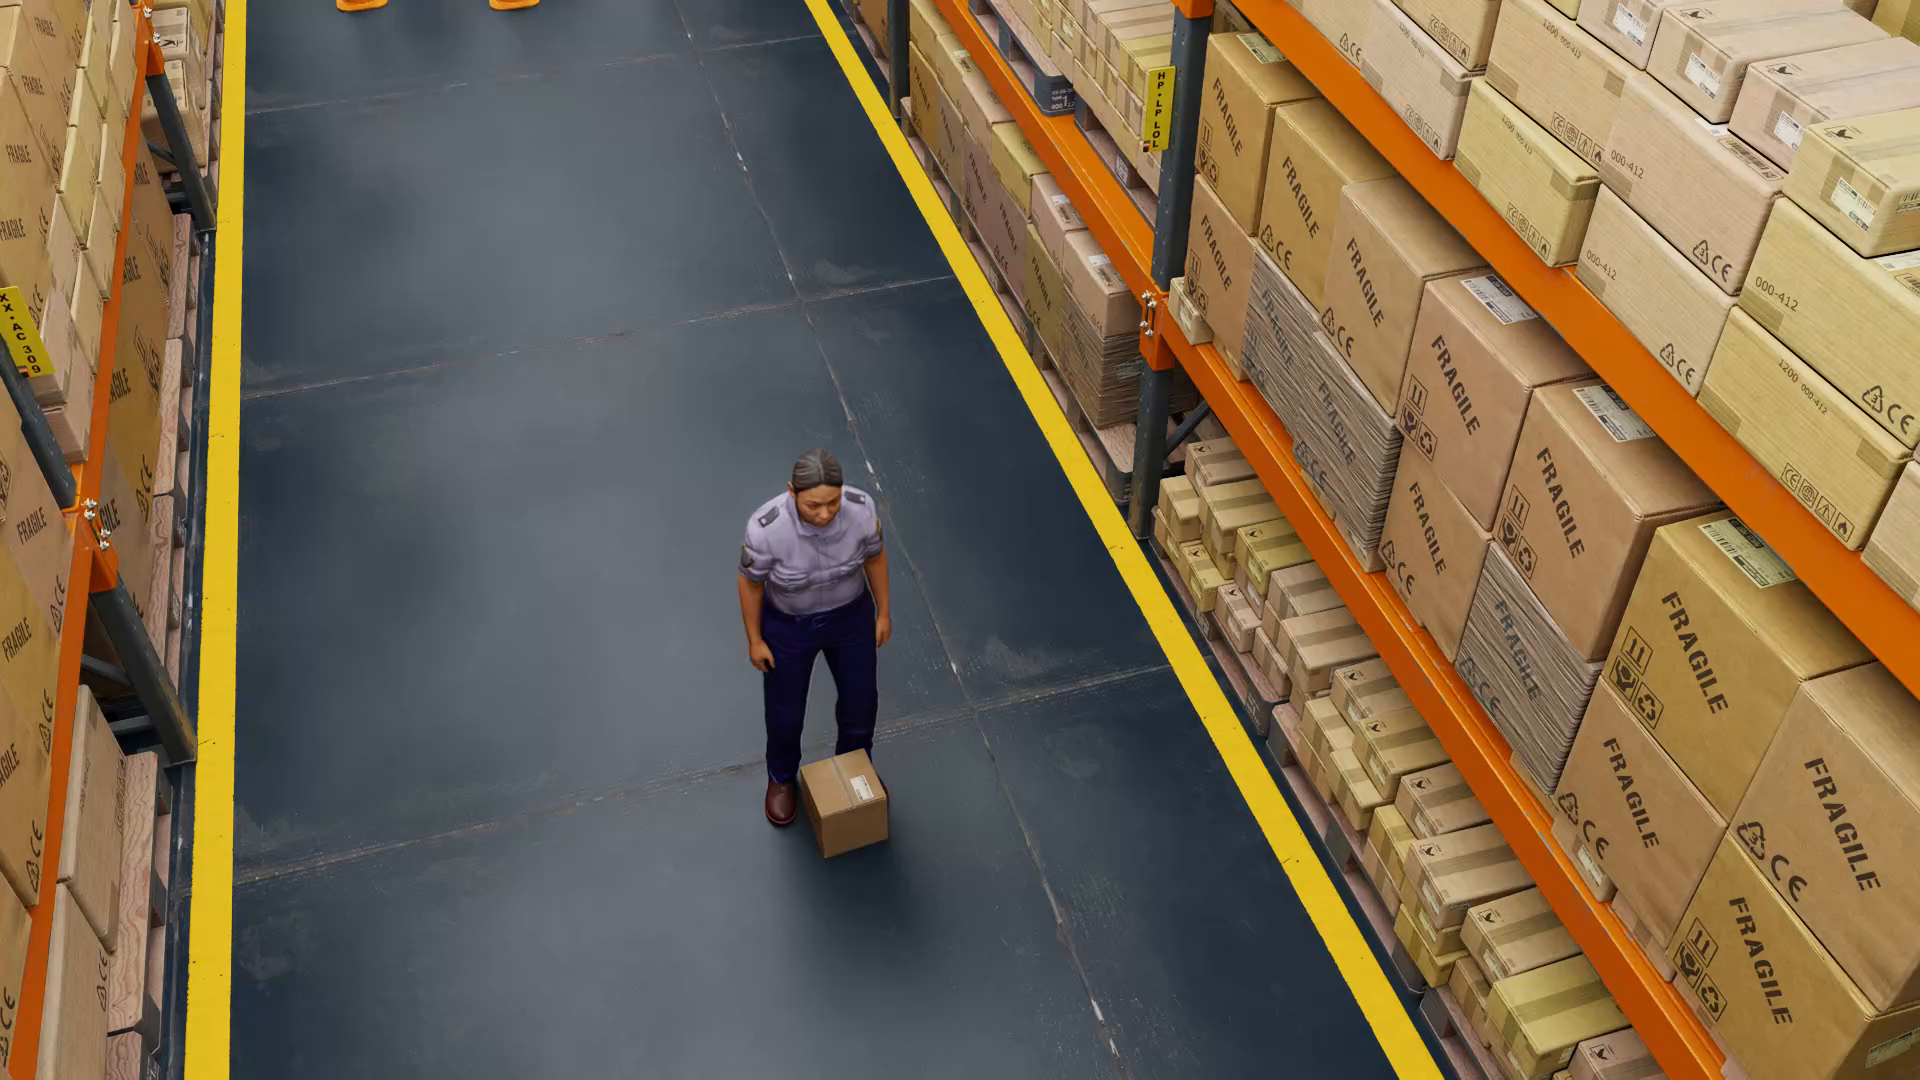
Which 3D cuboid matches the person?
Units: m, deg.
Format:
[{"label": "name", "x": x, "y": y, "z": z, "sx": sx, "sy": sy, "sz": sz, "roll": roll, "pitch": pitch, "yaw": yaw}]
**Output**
[{"label": "person", "x": -0.496, "y": 0.318, "z": 5.819, "sx": 0.545, "sy": 1.651, "sz": 0.414, "roll": -12, "pitch": 44, "yaw": -13}]
